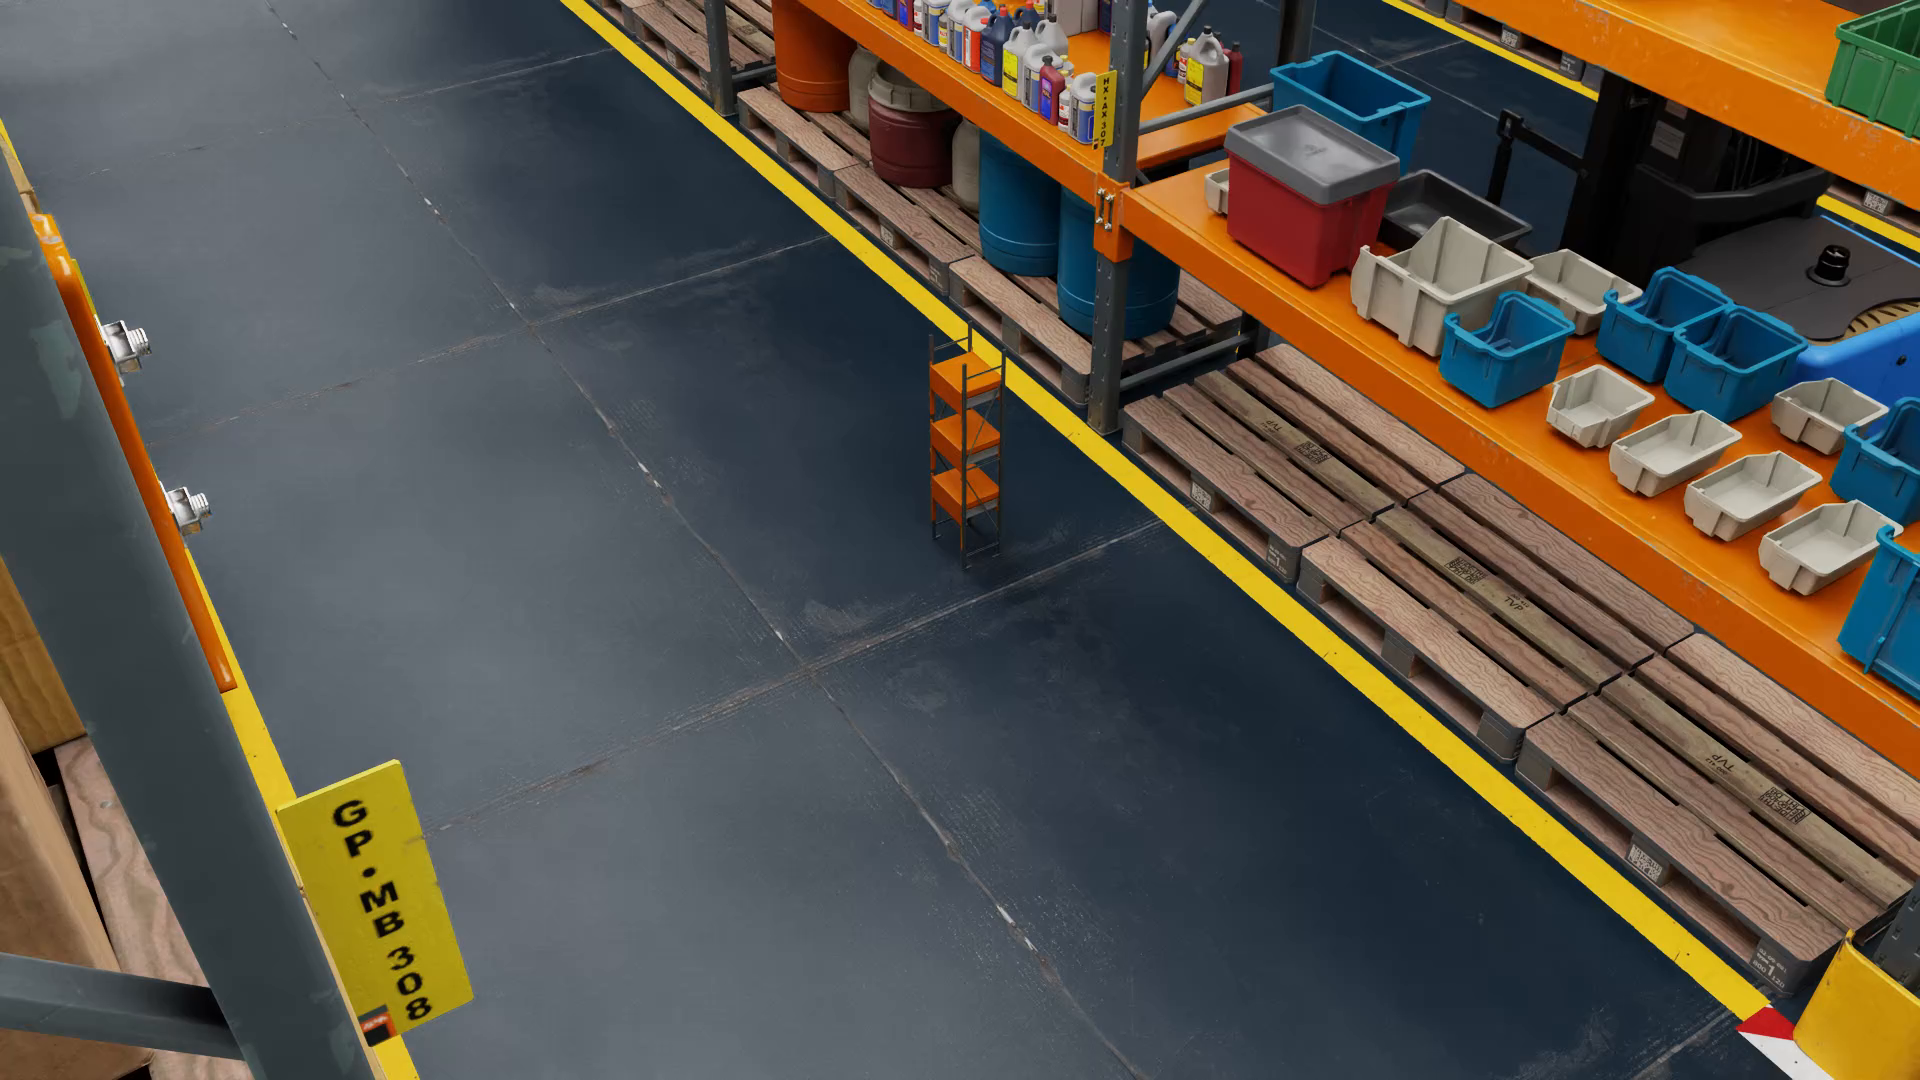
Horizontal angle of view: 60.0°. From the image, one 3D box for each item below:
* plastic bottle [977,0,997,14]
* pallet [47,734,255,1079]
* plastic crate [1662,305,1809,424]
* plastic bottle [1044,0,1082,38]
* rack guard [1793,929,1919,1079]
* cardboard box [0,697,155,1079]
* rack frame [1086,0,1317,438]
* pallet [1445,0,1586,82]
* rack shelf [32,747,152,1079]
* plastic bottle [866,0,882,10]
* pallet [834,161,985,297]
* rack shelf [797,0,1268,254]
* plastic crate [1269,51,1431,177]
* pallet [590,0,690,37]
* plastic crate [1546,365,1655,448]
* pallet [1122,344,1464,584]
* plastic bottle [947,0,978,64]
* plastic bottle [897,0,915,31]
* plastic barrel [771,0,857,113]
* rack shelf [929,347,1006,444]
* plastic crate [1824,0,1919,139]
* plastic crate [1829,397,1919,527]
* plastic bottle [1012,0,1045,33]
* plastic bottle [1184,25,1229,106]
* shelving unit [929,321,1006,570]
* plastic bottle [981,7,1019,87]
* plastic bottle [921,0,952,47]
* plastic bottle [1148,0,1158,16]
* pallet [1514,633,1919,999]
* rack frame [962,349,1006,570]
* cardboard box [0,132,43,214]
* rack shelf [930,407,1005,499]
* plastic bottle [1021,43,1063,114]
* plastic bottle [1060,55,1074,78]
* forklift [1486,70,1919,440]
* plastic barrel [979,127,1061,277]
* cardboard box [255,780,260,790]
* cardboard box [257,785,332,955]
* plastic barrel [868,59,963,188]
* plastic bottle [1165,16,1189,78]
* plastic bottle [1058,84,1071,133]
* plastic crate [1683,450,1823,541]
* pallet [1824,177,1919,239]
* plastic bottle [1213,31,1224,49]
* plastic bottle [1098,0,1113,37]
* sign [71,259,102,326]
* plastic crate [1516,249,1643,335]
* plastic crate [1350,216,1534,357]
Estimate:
[{"bbox_3d":[0.127,-2.484,7.988,0.097,0.271,0.097,0,40,0],"label":"plastic bottle"},{"bbox_3d":[-1.377,0.512,2.019,1.003,0.211,1.213,-22,45,-24],"label":"pallet"},{"bbox_3d":[2.644,-0.594,5.703,0.416,0.233,0.300,-22,45,-24],"label":"plastic crate"},{"bbox_3d":[0.502,-2.618,8.145,0.152,0.276,0.135,-22,45,-24],"label":"plastic bottle"},{"bbox_3d":[3.231,1.291,5.310,1.175,0.500,0.348,-22,45,-24],"label":"rack guard"},{"bbox_3d":[-1.294,0.374,1.630,0.700,0.500,0.500,-25,46,-27],"label":"cardboard box"},{"bbox_3d":[1.056,-1.837,7.111,1.000,3.000,0.127,-22,45,-24],"label":"rack frame"},{"bbox_3d":[4.105,-3.554,11.350,1.003,0.211,1.213,-22,45,-24],"label":"pallet"},{"bbox_3d":[-2.044,0.072,3.040,1.077,0.370,4.000,-22,45,-24],"label":"rack shelf"},{"bbox_3d":[-0.389,-2.855,8.430,0.152,0.276,0.135,-22,45,-24],"label":"plastic bottle"},{"bbox_3d":[0.016,-1.856,9.312,1.003,0.211,1.213,-22,45,-24],"label":"pallet"},{"bbox_3d":[-0.019,-2.640,8.637,1.077,0.370,4.000,-22,45,-24],"label":"rack shelf"},{"bbox_3d":[1.595,-1.719,6.936,0.392,0.384,0.575,-22,45,-24],"label":"plastic crate"},{"bbox_3d":[-2.130,-4.014,11.902,1.003,0.211,1.213,-22,45,-24],"label":"pallet"},{"bbox_3d":[2.127,-0.434,5.587,0.298,0.136,0.250,-22,45,-24],"label":"plastic crate"},{"bbox_3d":[1.484,-0.382,7.544,1.003,0.211,1.213,-22,45,-24],"label":"pallet"},{"bbox_3d":[0.032,-2.433,7.923,0.152,0.276,0.135,-22,45,-24],"label":"plastic bottle"},{"bbox_3d":[-0.256,-2.670,8.202,0.061,0.283,0.133,-22,45,-24],"label":"plastic bottle"},{"bbox_3d":[-0.817,-3.065,9.953,0.600,0.830,0.708,-22,45,-24],"label":"plastic barrel"},{"bbox_3d":[0.029,-0.584,6.704,0.215,0.259,0.240,-22,45,-24],"label":"rack shelf"},{"bbox_3d":[2.436,-1.183,4.149,0.450,0.188,0.336,-22,45,-24],"label":"plastic crate"},{"bbox_3d":[2.998,-0.239,5.277,0.416,0.233,0.300,-22,45,-24],"label":"plastic crate"},{"bbox_3d":[0.308,-2.351,7.766,0.144,0.351,0.185,-22,45,-24],"label":"plastic bottle"},{"bbox_3d":[1.118,-2.141,7.515,0.144,0.351,0.185,-22,45,-24],"label":"plastic bottle"},{"bbox_3d":[0.029,-0.374,6.879,0.215,1.050,0.252,-22,45,-24],"label":"shelving unit"},{"bbox_3d":[0.187,-2.301,7.707,0.144,0.351,0.185,-22,45,-24],"label":"plastic bottle"},{"bbox_3d":[-0.093,-2.558,8.073,0.152,0.276,0.135,-22,45,-24],"label":"plastic bottle"},{"bbox_3d":[0.893,-2.438,7.933,0.097,0.271,0.097,0,40,0],"label":"plastic bottle"},{"bbox_3d":[2.796,0.935,5.963,1.003,0.211,1.213,-22,45,-24],"label":"pallet"},{"bbox_3d":[0.094,-0.309,6.800,0.200,1.050,0.008,-22,45,-24],"label":"rack frame"},{"bbox_3d":[-4.917,-1.256,7.746,1.225,0.875,0.875,-24,46,-26],"label":"cardboard box"},{"bbox_3d":[0.029,-0.366,6.886,0.215,0.259,0.240,-22,45,-24],"label":"rack shelf"},{"bbox_3d":[0.375,-2.088,7.509,0.152,0.276,0.135,-22,45,-24],"label":"plastic bottle"},{"bbox_3d":[0.470,-2.112,7.597,0.097,0.201,0.097,0,40,0],"label":"plastic bottle"},{"bbox_3d":[3.026,-1.985,7.342,1.130,2.935,3.031,-19,43,-22],"label":"forklift"},{"bbox_3d":[0.397,-1.874,8.467,0.600,0.901,0.708,-22,45,-24],"label":"plastic barrel"},{"bbox_3d":[-1.988,0.710,4.251,0.380,0.149,0.250,-23,45,-25],"label":"cardboard box"},{"bbox_3d":[-1.552,0.783,3.266,0.500,0.500,0.500,-23,45,-26],"label":"cardboard box"},{"bbox_3d":[-0.210,-2.363,9.298,0.600,0.588,0.708,-22,45,-24],"label":"plastic barrel"},{"bbox_3d":[1.017,-2.313,7.783,0.097,0.271,0.097,0,40,0],"label":"plastic bottle"},{"bbox_3d":[0.486,-1.915,7.360,0.097,0.201,0.097,0,40,0],"label":"plastic bottle"},{"bbox_3d":[2.472,-0.139,5.233,0.396,0.136,0.243,-22,45,-24],"label":"plastic crate"},{"bbox_3d":[5.603,-2.097,9.602,1.003,0.211,1.213,-22,45,-24],"label":"pallet"},{"bbox_3d":[1.147,-2.209,7.649,0.061,0.283,0.133,-22,45,-24],"label":"plastic bottle"},{"bbox_3d":[0.741,-2.616,8.138,0.061,0.283,0.133,-22,45,-24],"label":"plastic bottle"},{"bbox_3d":[-2.653,-0.687,4.993,0.100,0.325,0.005,-22,45,-24],"label":"sign"},{"bbox_3d":[2.246,-0.922,6.173,0.293,0.136,0.466,-22,45,-24],"label":"plastic crate"},{"bbox_3d":[1.722,-0.927,6.065,0.437,0.282,0.530,-22,45,-24],"label":"plastic crate"}]
